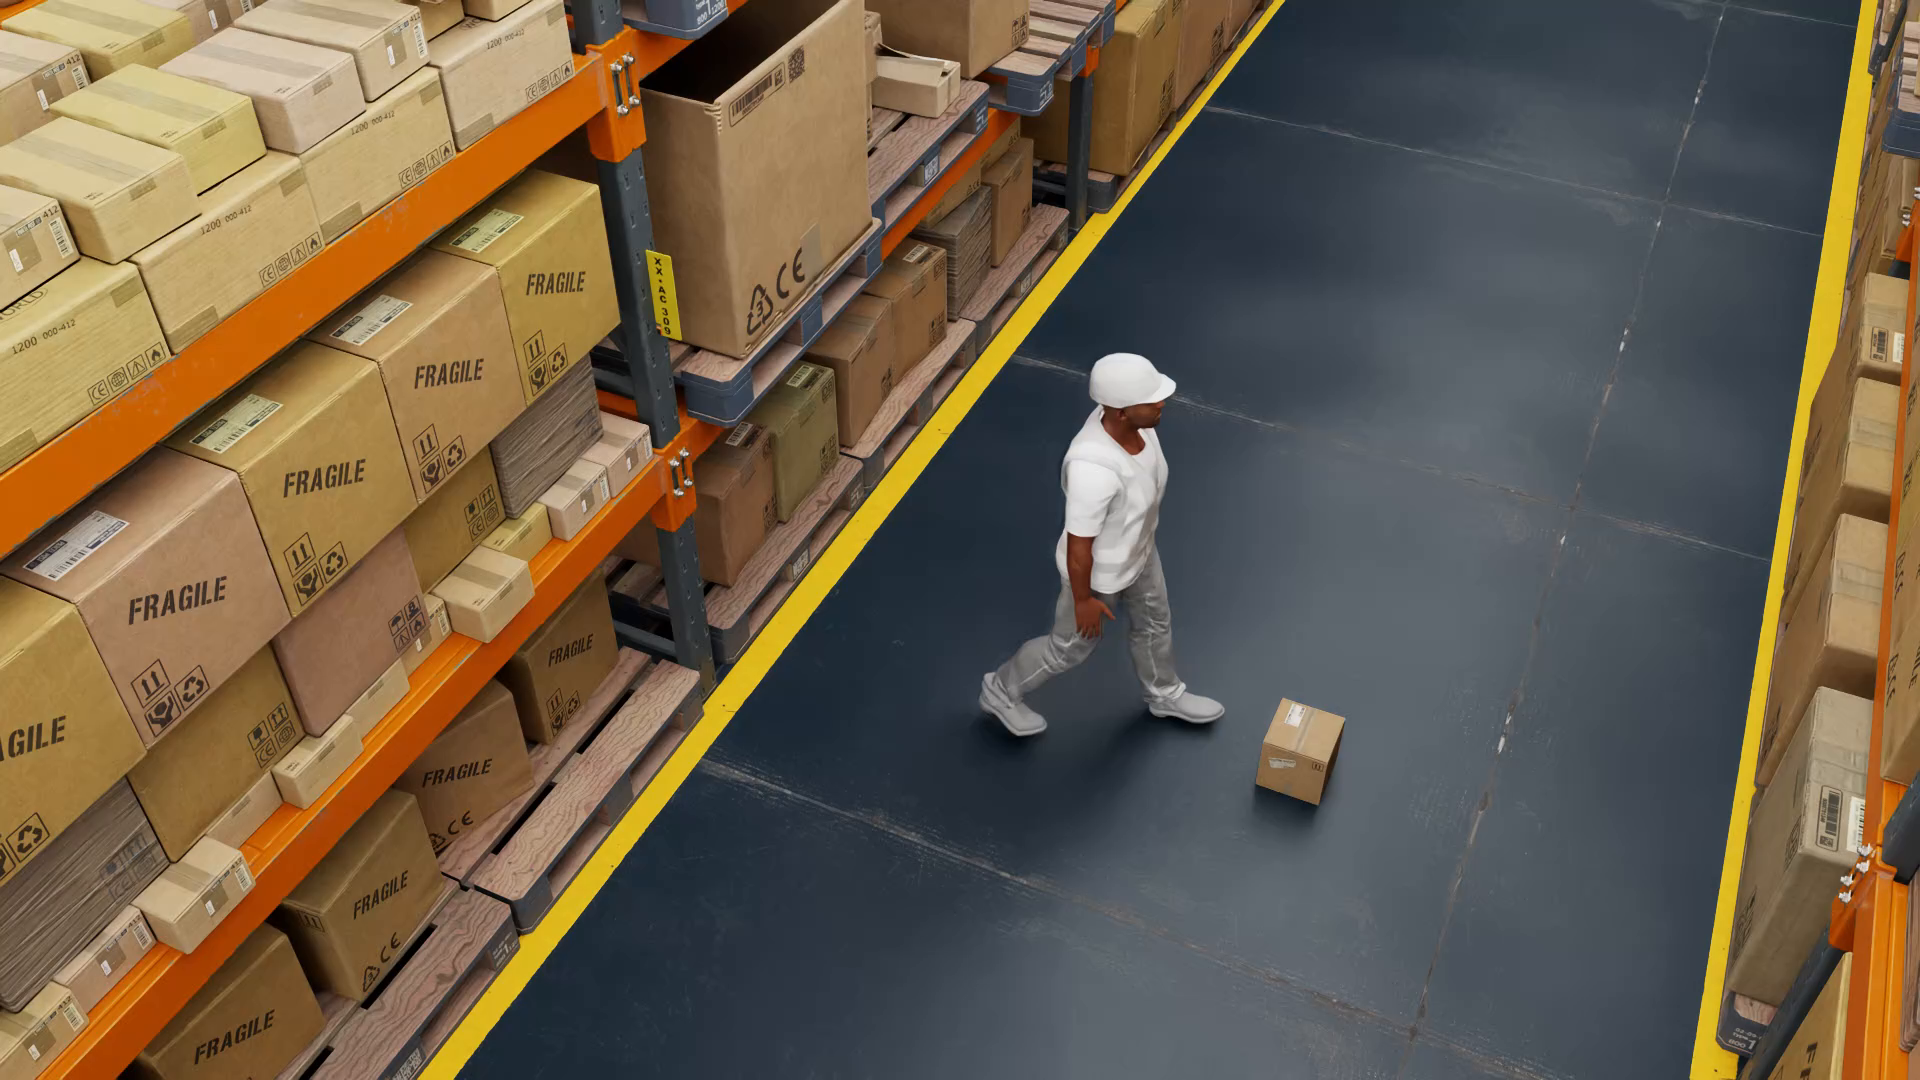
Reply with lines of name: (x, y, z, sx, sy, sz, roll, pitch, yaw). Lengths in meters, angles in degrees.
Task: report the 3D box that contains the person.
person: (0.564, 0.063, 6.072, 0.904, 1.743, 0.602, 17, 45, 18)
